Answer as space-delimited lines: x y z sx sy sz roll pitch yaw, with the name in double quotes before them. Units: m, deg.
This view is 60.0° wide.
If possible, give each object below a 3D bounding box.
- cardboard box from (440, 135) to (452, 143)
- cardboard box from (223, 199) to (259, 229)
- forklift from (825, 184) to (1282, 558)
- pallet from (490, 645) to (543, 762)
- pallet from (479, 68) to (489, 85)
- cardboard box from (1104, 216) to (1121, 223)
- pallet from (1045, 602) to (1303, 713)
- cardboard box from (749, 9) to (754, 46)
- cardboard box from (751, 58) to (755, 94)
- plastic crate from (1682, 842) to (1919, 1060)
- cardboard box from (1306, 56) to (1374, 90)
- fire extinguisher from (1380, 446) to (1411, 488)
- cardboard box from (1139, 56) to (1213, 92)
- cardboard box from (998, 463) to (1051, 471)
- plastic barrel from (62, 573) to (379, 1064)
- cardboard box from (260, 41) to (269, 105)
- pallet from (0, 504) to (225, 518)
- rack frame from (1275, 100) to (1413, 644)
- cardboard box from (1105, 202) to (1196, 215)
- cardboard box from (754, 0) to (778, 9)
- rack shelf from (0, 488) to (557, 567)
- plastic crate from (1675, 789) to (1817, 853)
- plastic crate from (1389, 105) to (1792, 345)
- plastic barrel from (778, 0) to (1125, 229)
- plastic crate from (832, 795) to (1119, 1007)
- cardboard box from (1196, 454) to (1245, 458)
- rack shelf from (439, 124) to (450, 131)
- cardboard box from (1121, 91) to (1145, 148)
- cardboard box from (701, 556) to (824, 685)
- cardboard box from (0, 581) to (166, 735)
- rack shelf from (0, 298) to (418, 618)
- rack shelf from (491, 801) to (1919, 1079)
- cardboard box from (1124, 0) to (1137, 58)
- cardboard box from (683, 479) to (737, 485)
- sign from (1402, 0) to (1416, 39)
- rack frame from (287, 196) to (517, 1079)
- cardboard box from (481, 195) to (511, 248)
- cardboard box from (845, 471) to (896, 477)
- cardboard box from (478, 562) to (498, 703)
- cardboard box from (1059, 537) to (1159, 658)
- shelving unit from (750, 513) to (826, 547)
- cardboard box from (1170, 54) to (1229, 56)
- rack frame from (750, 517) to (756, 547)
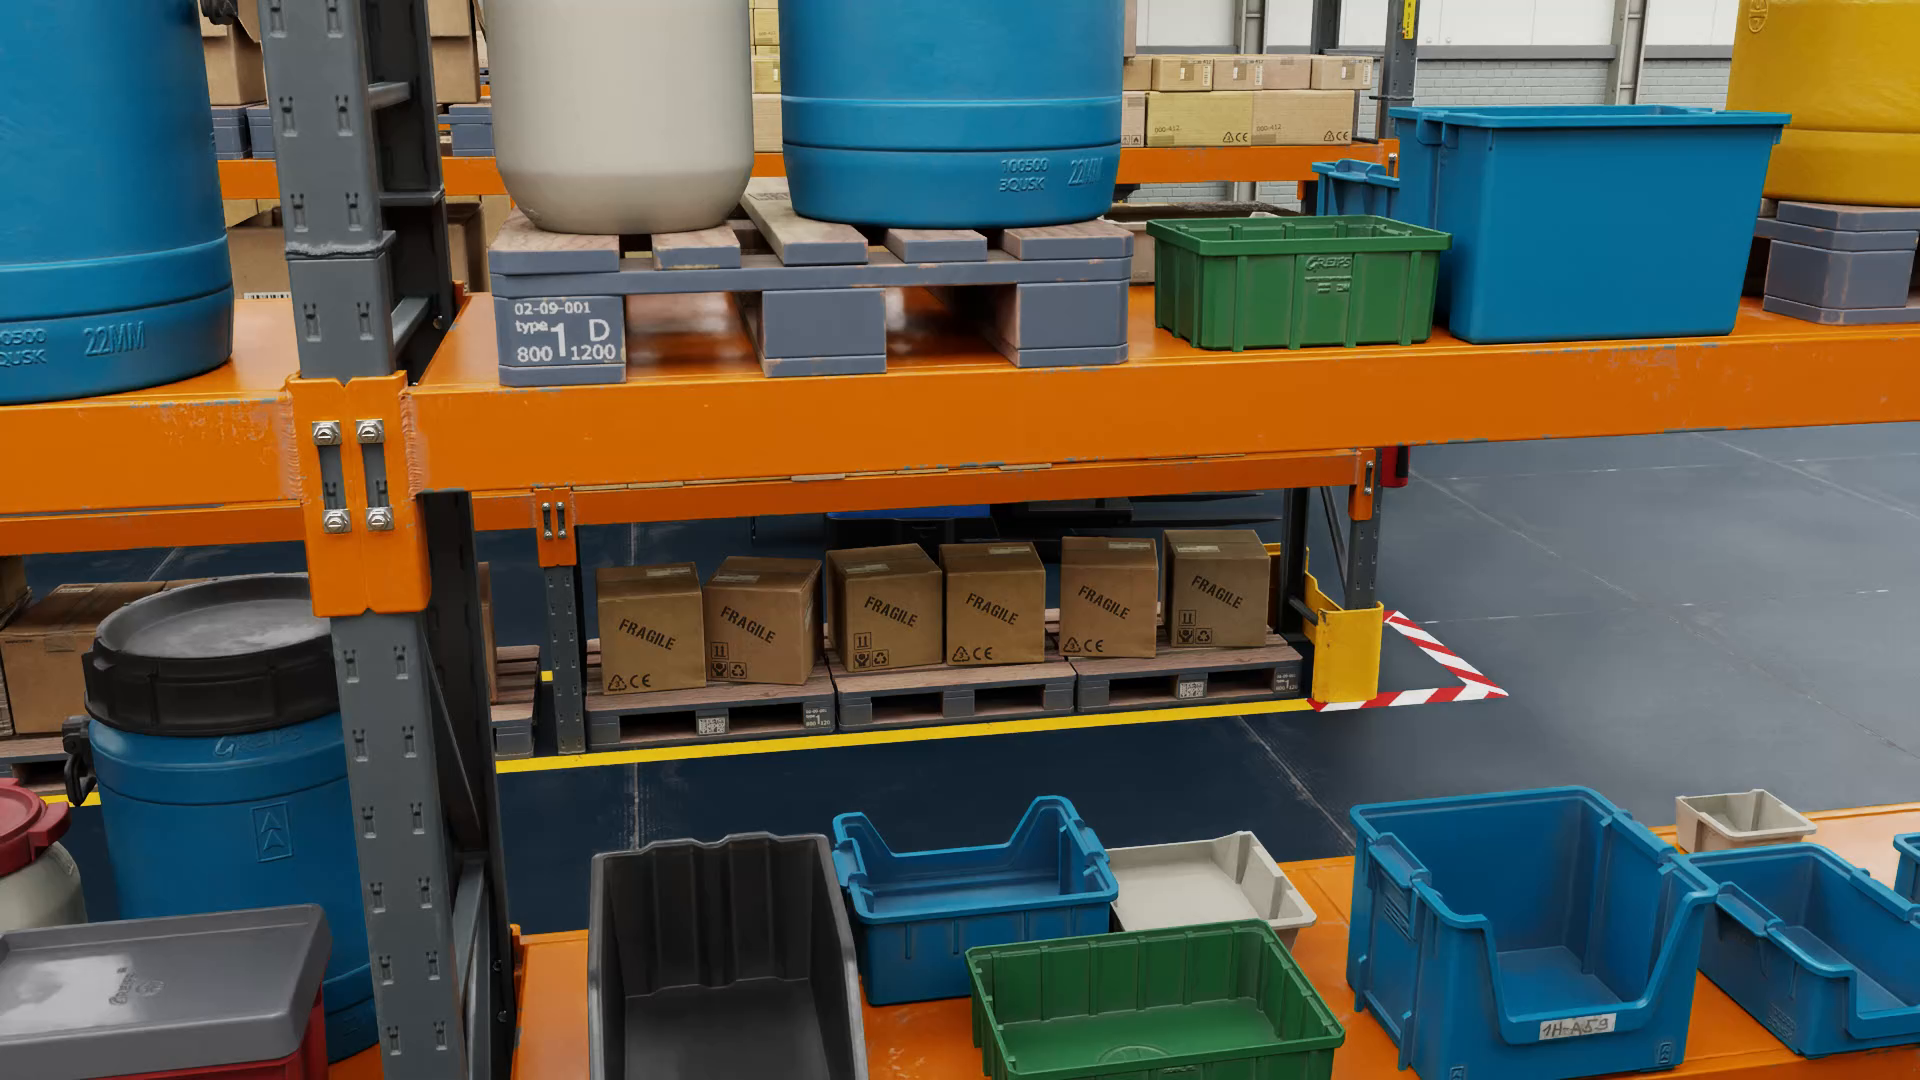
"cardboard box" -5.181 -3.950 16.565 0.250 0.149 0.380 -4 18 -13
"cardboard box" -5.278 -2.365 12.031 0.500 0.500 0.700 -4 17 -11
"forklift" 0.622 -1.409 10.907 3.031 2.935 1.130 -1 17 -2
"pallet" -2.716 0.830 8.251 1.213 0.211 1.003 -3 17 -10
"pallet" -4.458 -4.744 16.860 1.003 0.211 1.213 -3 17 -10
"cardboard box" 0.502 -1.279 7.988 0.500 0.500 0.500 -3 17 -10
"pallet" 1.097 0.602 8.991 1.213 0.211 1.003 -3 17 -10
"cardboard box" -1.765 -3.711 12.038 0.500 0.250 0.500 -3 17 -11
"cardboard box" -1.054 -2.073 7.418 0.250 0.149 0.380 -3 17 -10
"plastic crate" 1.842 0.878 3.599 0.408 0.251 0.499 -3 17 -10
"cardboard box" 1.762 -2.217 7.889 0.250 0.149 0.380 -3 17 -10
"fire extinguisher" 2.176 -0.606 8.309 0.183 0.674 0.296 -3 17 -10
"cardboard box" 0.995 -2.169 7.732 0.250 0.149 0.380 -3 17 -10
"cardboard box" 0.282 -0.461 8.130 0.250 0.149 0.380 -3 17 -10
"plastic barrel" -1.449 0.575 3.476 0.708 0.901 0.600 -3 17 -10
"cardboard box" -2.855 -2.036 7.237 0.258 0.266 0.396 -3 17 -8
"pallet" -3.943 -0.355 7.684 1.213 0.211 1.003 -3 17 -10
"rack frame" 1.976 -0.770 8.709 0.127 3.000 1.000 -3 17 -10
"cardboard box" 0.892 -1.460 8.576 0.500 0.500 0.500 -3 17 -10
"cardboard box" -1.371 -3.906 11.994 0.250 0.149 0.380 -3 17 -10
"rack shelf" -3.915 -0.092 7.727 4.000 0.370 1.077 -3 17 -10
"plastic crate" 1.976 0.741 4.239 0.250 0.136 0.298 -3 17 -10
"plastic crate" 1.100 -0.575 2.994 0.575 0.384 0.392 -3 17 -10
"plastic barrel" -0.014 -1.018 2.840 0.708 0.901 0.600 -3 17 -10
"plastic crate" 0.023 0.812 3.813 0.616 0.251 0.499 -3 17 -10
"cardboard box" 1.254 -0.532 8.362 0.250 0.149 0.380 -3 17 -10
"rack shelf" -4.757 -2.961 11.960 4.000 0.370 1.077 -3 17 -10
"cardboard box" 0.556 -1.977 7.787 0.500 0.250 0.500 -3 17 -9
"cardboard box" -0.990 0.402 8.435 0.500 0.500 0.500 2 17 7
"cardboard box" -4.127 0.549 7.923 0.500 0.500 0.700 -2 17 -6
"rack shelf" -2.976 -0.098 2.638 4.000 0.370 1.077 -3 17 -10
"rack shelf" 0.952 1.113 3.804 4.000 0.370 1.077 -3 17 -10
"cardboard box" 0.502 -2.473 7.619 0.500 0.500 0.500 -3 17 -10
"cardboard box" -1.195 -0.384 7.882 0.250 0.149 0.380 -3 17 -10
"sign" 2.061 -2.466 7.614 0.005 0.325 0.100 -3 17 -10
"rack frame" -1.012 0.881 3.335 0.127 3.000 1.000 -3 17 -10
"cardboard box" -3.280 -2.479 12.401 0.500 0.500 0.700 -4 17 -11
"cardboard box" -0.461 -0.429 8.027 0.250 0.149 0.380 -3 17 -10
"cardboard box" -2.558 0.466 8.195 0.500 0.500 0.700 -5 18 -15
"cardboard box" 0.779 0.297 8.777 0.500 0.500 0.500 1 17 4
"shelving unit" -1.157 -0.563 11.101 0.503 1.200 0.258 -1 17 -2
"cardboard box" 1.164 -2.338 8.282 0.250 0.149 0.380 -4 17 -11
"rack frame" -1.401 -0.560 11.092 0.015 1.200 0.240 -1 17 -2
